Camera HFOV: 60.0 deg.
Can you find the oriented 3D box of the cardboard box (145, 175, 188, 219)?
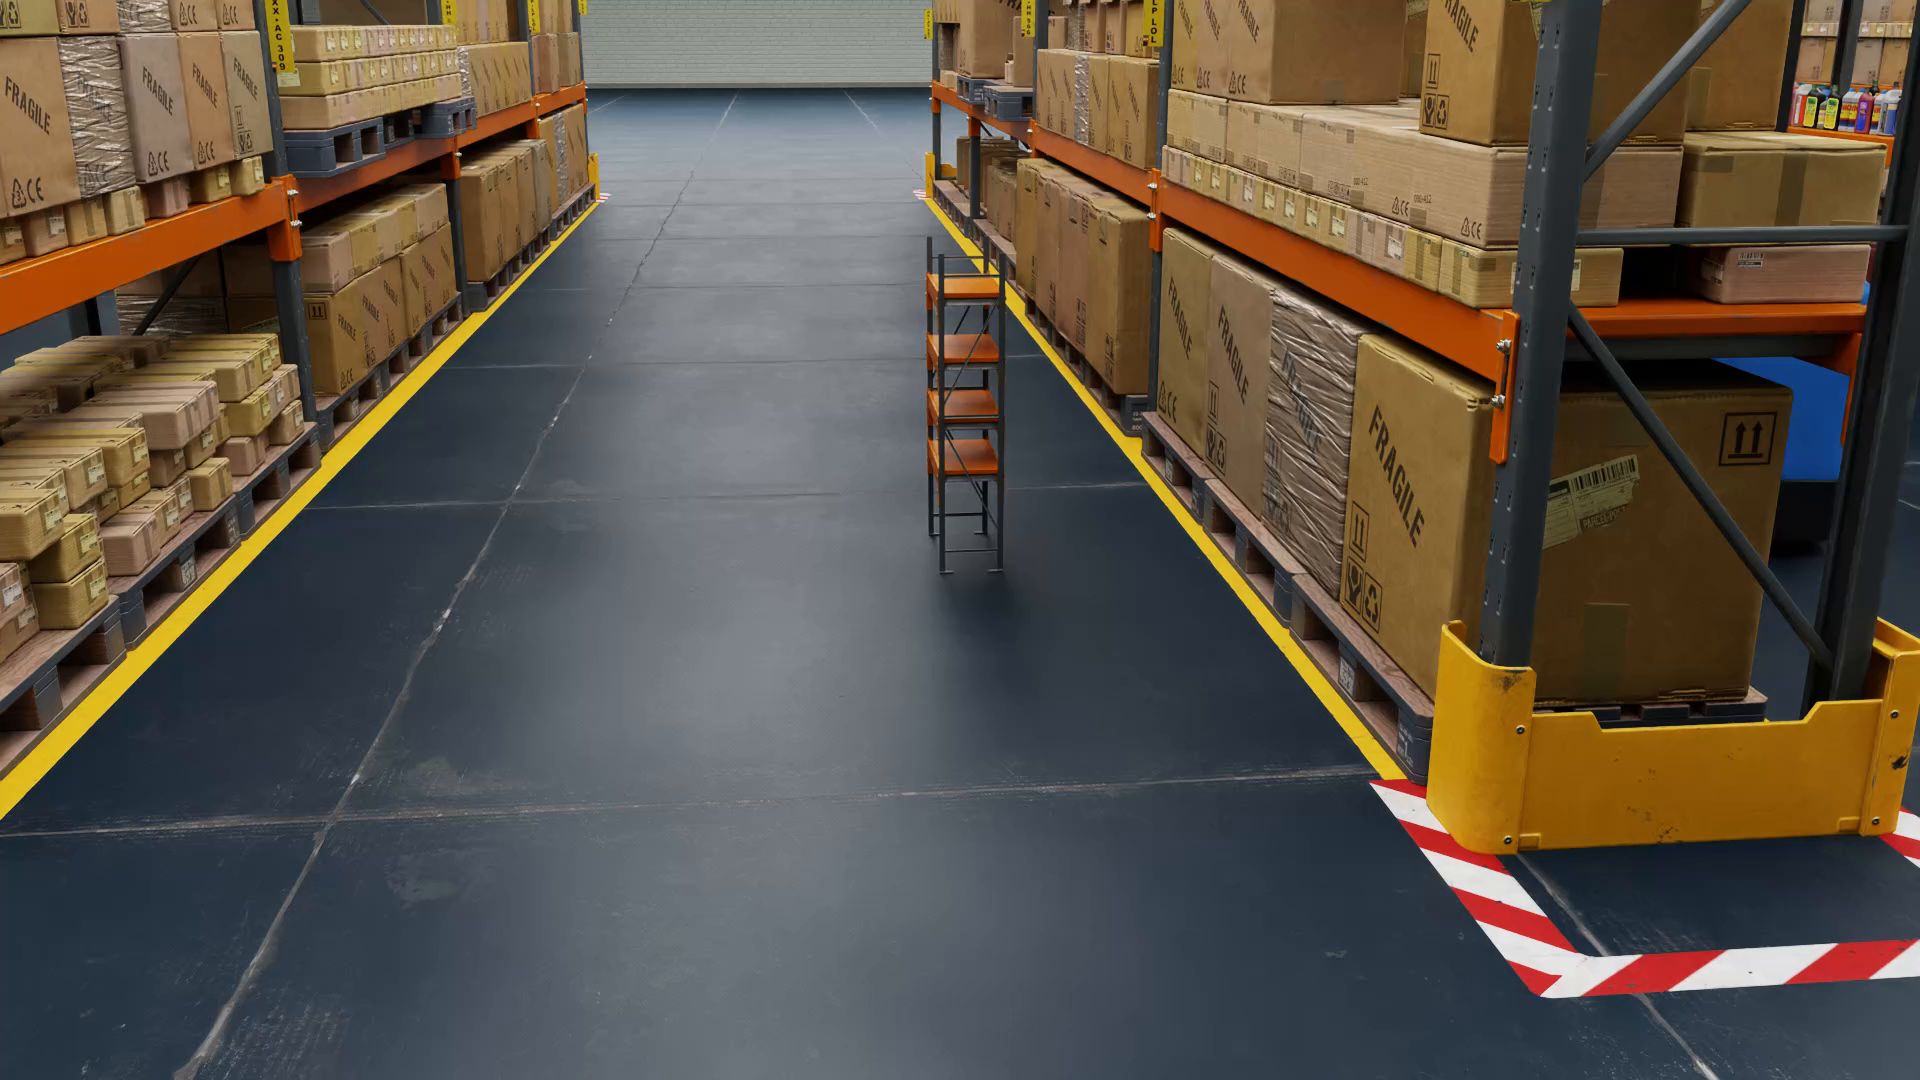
[{"bbox_3d":[-3.099,-1.275,6.149,0.380,0.149,0.250,-3,18,-8],"label":"cardboard box"}]

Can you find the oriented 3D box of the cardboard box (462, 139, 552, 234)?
[{"bbox_3d":[-4.195,-3.113,14.641,1.050,0.750,0.750,-2,18,-6],"label":"cardboard box"}]

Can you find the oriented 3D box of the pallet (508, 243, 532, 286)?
[{"bbox_3d":[-4.065,-2.246,13.479,1.003,0.211,1.213,-2,18,-6],"label":"pallet"}]

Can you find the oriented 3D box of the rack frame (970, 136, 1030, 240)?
[{"bbox_3d":[0.595,-4.292,15.339,1.000,3.000,0.127,-2,18,-6],"label":"rack frame"}]

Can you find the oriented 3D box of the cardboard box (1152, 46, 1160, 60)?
[{"bbox_3d":[1.346,-2.624,8.187,0.797,0.503,0.637,-2,18,-7],"label":"cardboard box"}]

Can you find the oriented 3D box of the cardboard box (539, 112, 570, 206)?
[{"bbox_3d":[-4.441,-3.813,16.661,0.875,0.875,0.875,-2,18,-5],"label":"cardboard box"}]

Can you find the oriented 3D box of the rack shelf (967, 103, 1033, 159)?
[{"bbox_3d":[0.801,-3.352,13.549,1.077,0.370,4.000,-2,18,-6],"label":"rack shelf"}]

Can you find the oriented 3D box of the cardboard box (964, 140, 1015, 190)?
[{"bbox_3d":[0.326,-4.127,18.288,0.500,0.500,0.500,3,18,9],"label":"cardboard box"}]

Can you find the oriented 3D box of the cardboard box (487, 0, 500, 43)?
[{"bbox_3d":[-4.237,-4.392,13.823,0.700,0.500,0.500,-2,18,-7],"label":"cardboard box"}]

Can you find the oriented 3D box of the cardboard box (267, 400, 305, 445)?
[{"bbox_3d":[-3.144,-0.519,7.380,0.380,0.149,0.250,-2,17,-5],"label":"cardboard box"}]

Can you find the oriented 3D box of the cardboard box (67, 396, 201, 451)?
[{"bbox_3d":[-3.021,-0.425,6.087,0.380,0.149,0.250,-2,18,-8],"label":"cardboard box"}]

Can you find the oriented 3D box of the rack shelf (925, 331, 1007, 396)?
[{"bbox_3d":[0.017,-0.672,6.293,0.258,0.148,0.480,-2,18,-6],"label":"rack shelf"}]

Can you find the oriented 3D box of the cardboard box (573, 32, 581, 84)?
[{"bbox_3d":[-4.678,-5.323,18.373,0.875,0.550,0.550,-2,18,-6],"label":"cardboard box"}]

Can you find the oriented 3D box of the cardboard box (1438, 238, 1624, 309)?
[{"bbox_3d":[1.468,-0.692,4.294,0.380,0.149,0.250,-1,17,-5],"label":"cardboard box"}]

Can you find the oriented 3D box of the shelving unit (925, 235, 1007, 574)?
[{"bbox_3d":[0.017,-0.523,6.340,0.258,1.200,0.503,-2,18,-6],"label":"shelving unit"}]

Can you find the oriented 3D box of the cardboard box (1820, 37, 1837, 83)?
[{"bbox_3d":[10.176,-5.392,18.677,0.700,0.500,0.500,-2,18,-5],"label":"cardboard box"}]

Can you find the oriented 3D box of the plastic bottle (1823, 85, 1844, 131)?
[{"bbox_3d":[5.697,-2.810,10.816,0.061,0.283,0.133,-2,18,-6],"label":"plastic bottle"}]

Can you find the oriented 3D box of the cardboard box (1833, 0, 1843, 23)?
[{"bbox_3d":[10.190,-5.993,18.426,0.700,0.500,0.500,-2,18,-5],"label":"cardboard box"}]

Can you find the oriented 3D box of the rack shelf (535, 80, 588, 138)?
[{"bbox_3d":[-4.555,-4.421,16.952,1.077,0.370,4.000,-2,18,-6],"label":"rack shelf"}]

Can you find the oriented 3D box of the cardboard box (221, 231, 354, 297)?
[{"bbox_3d":[-3.337,-1.379,8.281,0.500,0.250,0.500,-3,18,-8],"label":"cardboard box"}]

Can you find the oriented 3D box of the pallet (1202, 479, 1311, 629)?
[{"bbox_3d":[1.550,0.016,6.275,1.003,0.211,1.213,-2,18,-6],"label":"pallet"}]

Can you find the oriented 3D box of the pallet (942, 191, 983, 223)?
[{"bbox_3d":[0.362,-3.524,17.551,1.003,0.211,1.213,-2,18,-6],"label":"pallet"}]

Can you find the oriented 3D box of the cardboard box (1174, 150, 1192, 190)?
[{"bbox_3d":[1.147,-1.612,7.222,0.380,0.149,0.250,-2,18,-7],"label":"cardboard box"}]

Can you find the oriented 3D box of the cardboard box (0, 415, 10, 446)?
[{"bbox_3d":[-3.559,-0.334,5.797,0.380,0.149,0.250,-2,18,-5],"label":"cardboard box"}]

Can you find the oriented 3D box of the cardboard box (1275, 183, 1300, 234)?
[{"bbox_3d":[1.311,-1.148,5.745,0.380,0.149,0.250,-1,17,-5],"label":"cardboard box"}]

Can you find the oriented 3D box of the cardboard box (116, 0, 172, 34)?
[{"bbox_3d":[-3.109,-2.013,5.749,0.500,0.500,0.500,-1,17,-4],"label":"cardboard box"}]

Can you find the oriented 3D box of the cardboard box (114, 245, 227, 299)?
[{"bbox_3d":[-3.852,-1.365,8.236,0.500,0.250,0.500,-2,18,-7],"label":"cardboard box"}]

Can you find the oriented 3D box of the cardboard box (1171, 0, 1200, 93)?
[{"bbox_3d":[1.215,-2.186,7.133,0.500,0.500,0.500,-2,18,-6],"label":"cardboard box"}]

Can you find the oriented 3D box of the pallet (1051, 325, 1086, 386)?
[{"bbox_3d":[1.137,-1.170,10.050,1.003,0.211,1.213,-2,18,-6],"label":"pallet"}]

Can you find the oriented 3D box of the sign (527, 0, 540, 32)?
[{"bbox_3d":[-3.810,-4.703,14.848,0.100,0.325,0.005,-2,18,-6],"label":"sign"}]

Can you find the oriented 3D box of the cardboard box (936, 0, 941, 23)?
[{"bbox_3d":[0.013,-5.828,17.902,0.500,0.500,0.500,-2,18,-6],"label":"cardboard box"}]

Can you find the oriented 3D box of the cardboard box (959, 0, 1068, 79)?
[{"bbox_3d":[0.538,-4.537,14.418,1.000,1.000,1.000,-2,18,-5],"label":"cardboard box"}]

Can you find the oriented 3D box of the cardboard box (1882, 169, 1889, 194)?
[{"bbox_3d":[10.142,-3.766,17.553,0.500,0.250,0.500,-2,18,-6],"label":"cardboard box"}]

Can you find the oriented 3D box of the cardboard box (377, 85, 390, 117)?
[{"bbox_3d":[-3.215,-2.305,8.729,0.380,0.149,0.250,-3,18,-8],"label":"cardboard box"}]

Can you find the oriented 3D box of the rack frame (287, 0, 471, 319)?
[{"bbox_3d":[-3.936,-2.977,11.151,1.000,3.000,0.127,-2,18,-6],"label":"rack frame"}]

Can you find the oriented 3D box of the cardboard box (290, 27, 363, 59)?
[{"bbox_3d":[-3.166,-2.440,8.167,0.380,0.149,0.250,-2,18,-5],"label":"cardboard box"}]

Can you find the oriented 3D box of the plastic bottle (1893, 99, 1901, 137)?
[{"bbox_3d":[5.813,-2.629,10.127,0.144,0.351,0.185,-2,18,-6],"label":"plastic bottle"}]

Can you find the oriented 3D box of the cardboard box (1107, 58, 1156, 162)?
[{"bbox_3d":[1.056,-2.234,8.619,0.500,0.500,0.500,-1,17,-4],"label":"cardboard box"}]

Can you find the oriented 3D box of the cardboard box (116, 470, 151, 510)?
[{"bbox_3d":[-3.123,-0.209,5.897,0.380,0.149,0.250,-1,17,-3],"label":"cardboard box"}]

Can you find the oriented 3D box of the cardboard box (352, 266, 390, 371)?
[{"bbox_3d":[-3.392,-1.179,8.895,0.500,0.500,0.500,-1,17,-3],"label":"cardboard box"}]

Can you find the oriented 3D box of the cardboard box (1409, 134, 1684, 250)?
[{"bbox_3d":[1.519,-0.923,4.363,0.500,0.250,0.500,-2,18,-7],"label":"cardboard box"}]

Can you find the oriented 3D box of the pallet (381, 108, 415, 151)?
[{"bbox_3d":[-3.691,-2.297,9.305,1.003,0.211,1.213,-2,18,-6],"label":"pallet"}]

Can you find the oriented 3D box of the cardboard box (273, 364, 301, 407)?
[{"bbox_3d":[-3.175,-0.683,7.407,0.380,0.149,0.250,-1,17,-5],"label":"cardboard box"}]

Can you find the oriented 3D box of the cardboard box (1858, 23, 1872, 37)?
[{"bbox_3d":[10.020,-5.564,18.142,0.380,0.149,0.250,-2,18,-5],"label":"cardboard box"}]

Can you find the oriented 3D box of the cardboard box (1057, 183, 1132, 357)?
[{"bbox_3d":[1.241,-1.551,9.456,1.225,0.875,0.875,-2,18,-8],"label":"cardboard box"}]

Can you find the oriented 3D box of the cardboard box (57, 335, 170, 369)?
[{"bbox_3d":[-3.694,-0.800,7.282,0.380,0.149,0.250,-1,17,-3],"label":"cardboard box"}]

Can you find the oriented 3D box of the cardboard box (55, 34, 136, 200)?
[{"bbox_3d":[-3.060,-1.382,5.407,0.500,0.500,0.500,-2,18,-7],"label":"cardboard box"}]

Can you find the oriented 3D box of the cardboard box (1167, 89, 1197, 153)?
[{"bbox_3d":[1.208,-1.830,7.253,0.500,0.250,0.500,-2,18,-7],"label":"cardboard box"}]

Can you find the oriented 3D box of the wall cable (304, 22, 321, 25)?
[{"bbox_3d":[-17.519,-16.025,47.881,3.097,2.526,0.112,-2,18,-6],"label":"wall cable"}]

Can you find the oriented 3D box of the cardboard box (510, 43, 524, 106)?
[{"bbox_3d":[-3.977,-3.918,13.983,0.500,0.500,0.500,-2,18,-6],"label":"cardboard box"}]

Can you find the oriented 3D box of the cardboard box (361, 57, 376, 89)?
[{"bbox_3d":[-3.190,-2.370,8.441,0.380,0.149,0.250,-3,18,-8],"label":"cardboard box"}]

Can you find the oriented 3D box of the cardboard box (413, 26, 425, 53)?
[{"bbox_3d":[-3.329,-2.905,9.647,0.380,0.149,0.250,-2,18,-6],"label":"cardboard box"}]

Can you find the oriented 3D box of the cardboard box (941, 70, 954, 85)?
[{"bbox_3d":[-0.008,-5.121,18.401,0.380,0.149,0.250,-2,18,-6],"label":"cardboard box"}]

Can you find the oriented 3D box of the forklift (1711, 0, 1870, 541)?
[{"bbox_3d":[2.979,-1.785,7.470,1.130,2.935,3.031,1,17,3],"label":"forklift"}]

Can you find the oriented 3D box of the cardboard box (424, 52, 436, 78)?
[{"bbox_3d":[-3.348,-2.834,9.917,0.380,0.149,0.250,-2,18,-6],"label":"cardboard box"}]

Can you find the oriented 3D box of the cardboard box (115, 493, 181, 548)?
[{"bbox_3d":[-3.020,-0.060,5.918,0.380,0.149,0.250,-2,18,-6],"label":"cardboard box"}]

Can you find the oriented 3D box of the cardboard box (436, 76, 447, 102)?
[{"bbox_3d":[-3.377,-2.774,10.223,0.380,0.149,0.250,-1,17,-5],"label":"cardboard box"}]
